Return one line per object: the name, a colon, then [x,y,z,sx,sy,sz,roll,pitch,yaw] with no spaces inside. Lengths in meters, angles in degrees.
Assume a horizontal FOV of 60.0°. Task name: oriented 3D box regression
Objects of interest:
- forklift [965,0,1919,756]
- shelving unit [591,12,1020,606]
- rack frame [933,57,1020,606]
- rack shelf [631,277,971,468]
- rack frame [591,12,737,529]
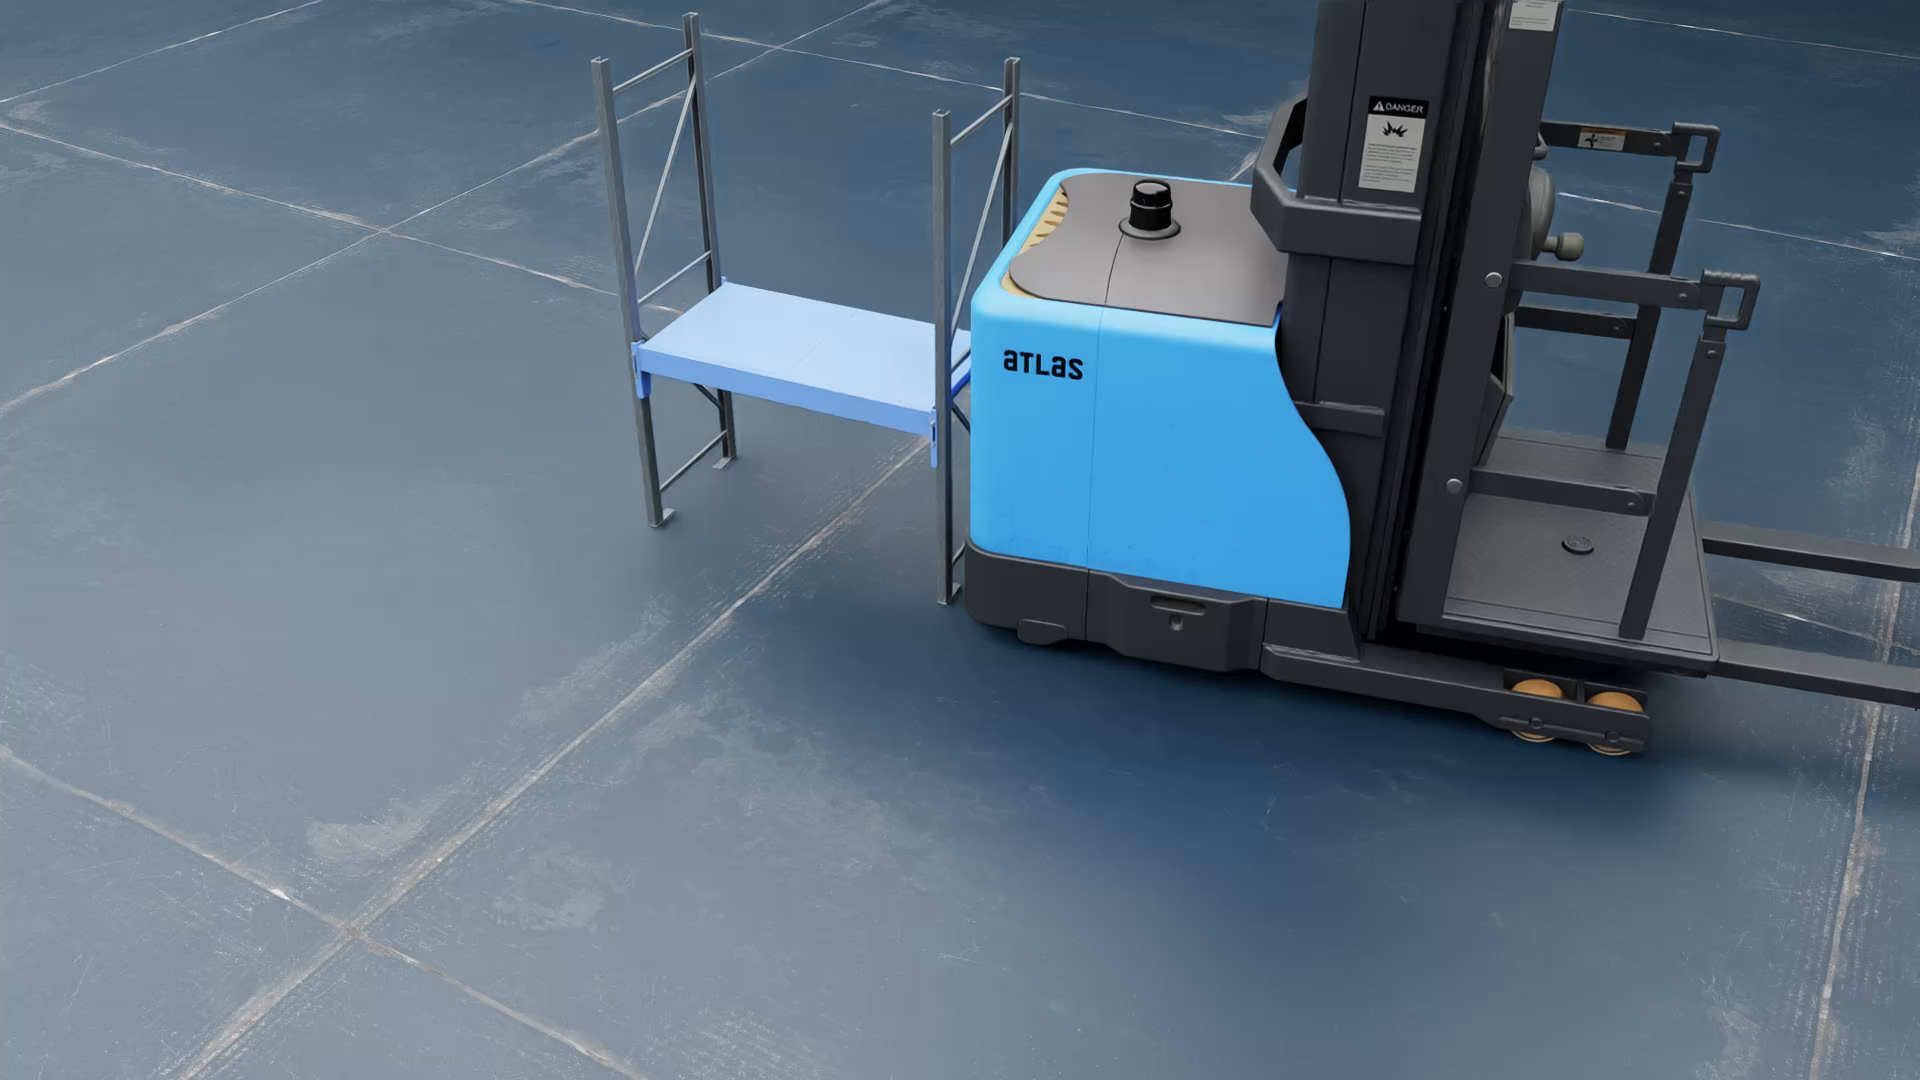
forklift: [1.589,-0.980,4.077,3.031,2.935,1.130,9,35,13]
shelving unit: [-0.415,-0.673,4.907,1.048,1.500,0.538,14,36,20]
rack frame: [0.048,-0.557,4.733,0.032,1.500,0.500,14,36,20]
rack shelf: [-0.415,-0.523,5.007,1.000,0.185,0.538,14,36,20]
rack frame: [-0.879,-0.789,5.081,0.032,1.500,0.500,14,36,20]
